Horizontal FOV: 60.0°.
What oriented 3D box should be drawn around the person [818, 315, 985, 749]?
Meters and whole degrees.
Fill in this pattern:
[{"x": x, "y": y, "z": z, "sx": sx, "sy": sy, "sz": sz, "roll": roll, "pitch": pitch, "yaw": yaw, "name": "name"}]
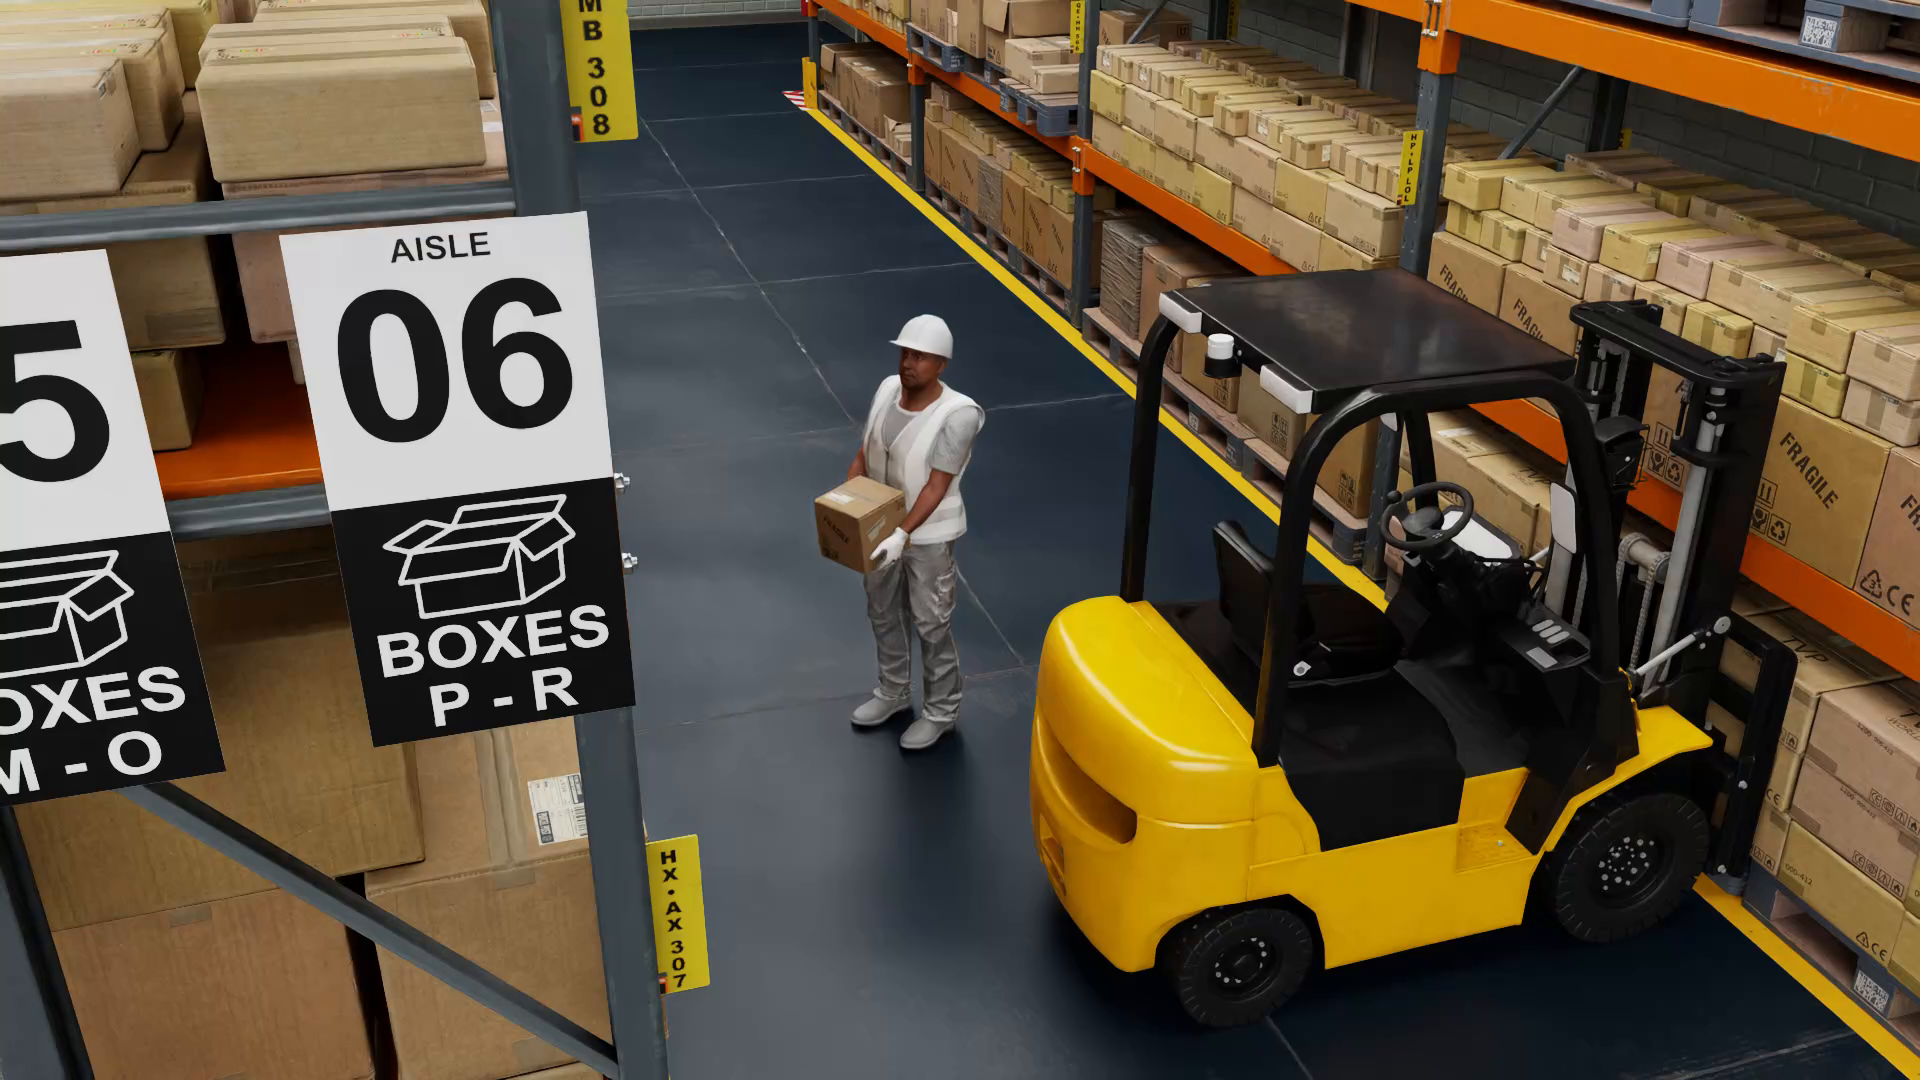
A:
[{"x": -0.244, "y": 0.001, "z": 6.587, "sx": 0.497, "sy": 1.785, "sz": 0.577, "roll": 22, "pitch": 34, "yaw": 38, "name": "person"}]
